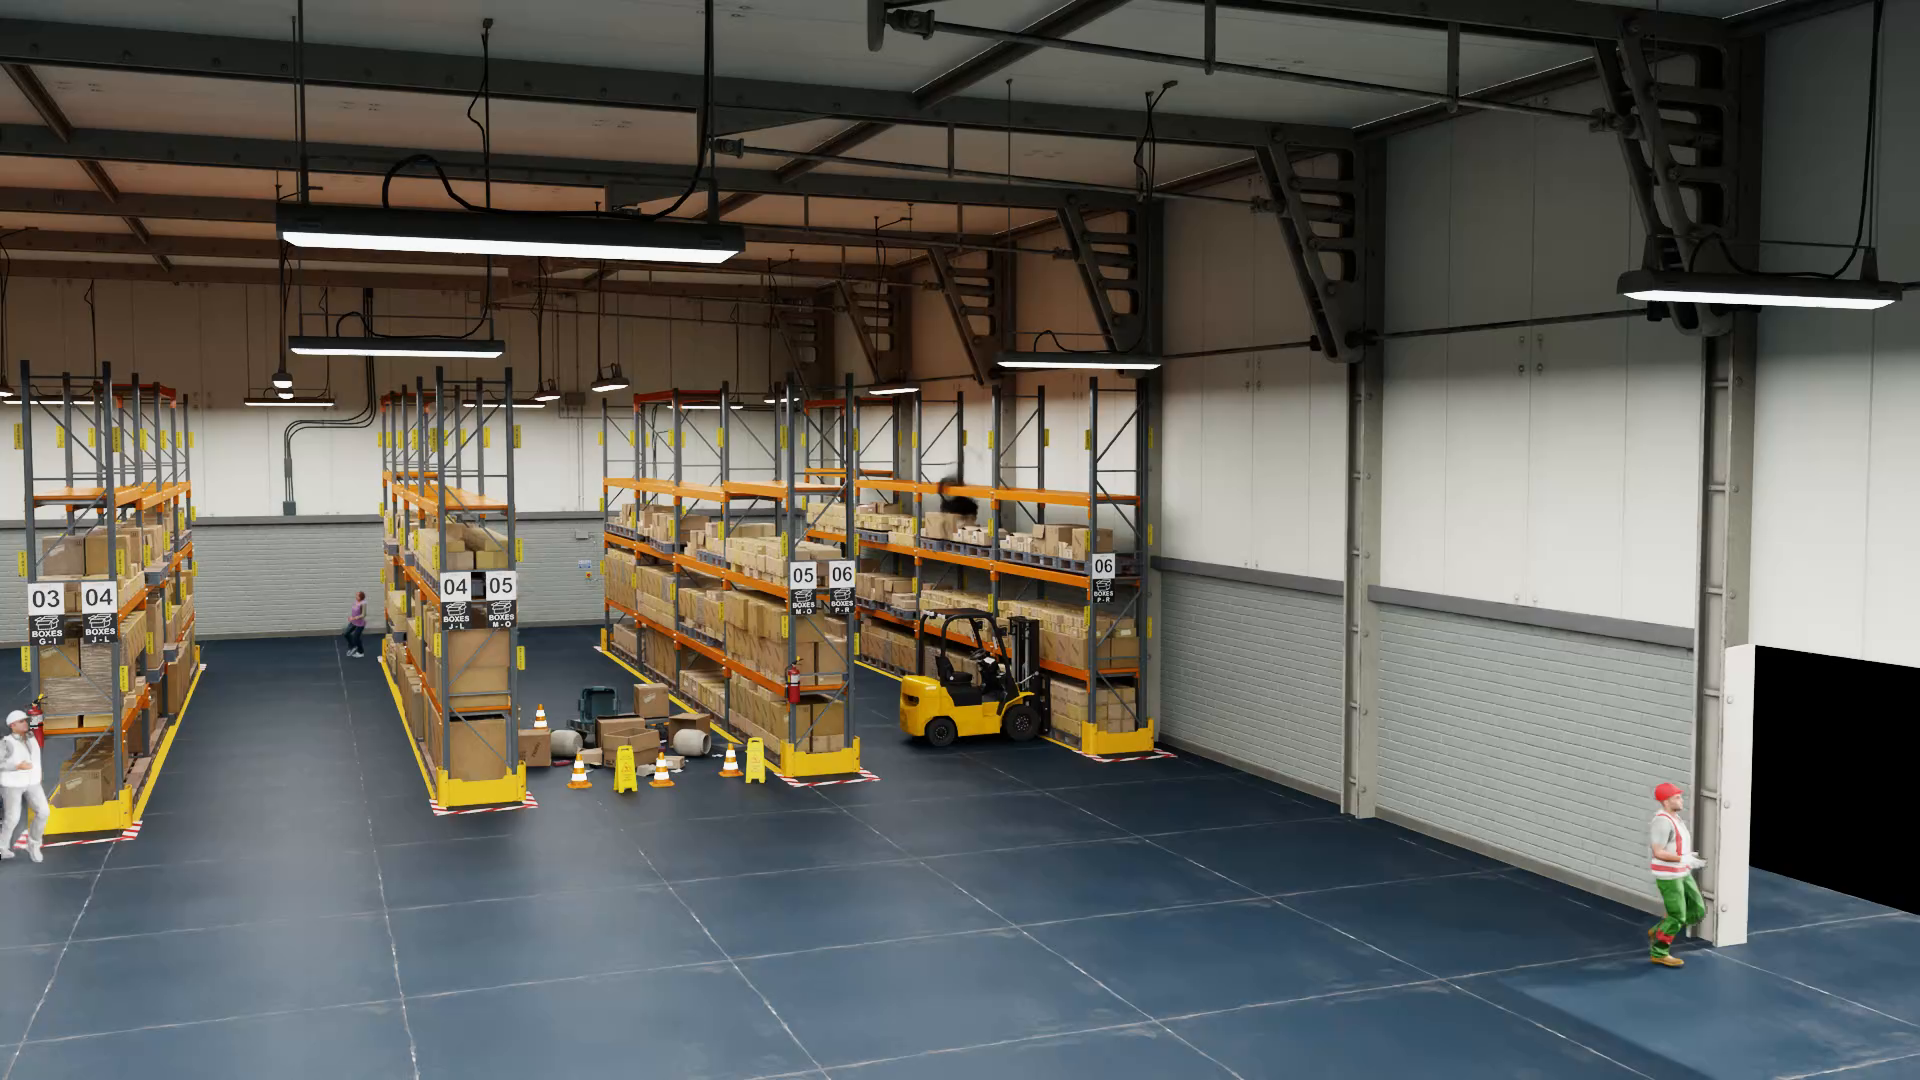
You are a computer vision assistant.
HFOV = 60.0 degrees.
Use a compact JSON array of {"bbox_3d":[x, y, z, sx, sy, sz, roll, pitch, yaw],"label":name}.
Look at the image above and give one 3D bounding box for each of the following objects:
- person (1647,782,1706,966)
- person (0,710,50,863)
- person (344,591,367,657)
[{"bbox_3d":[6.816,3.173,15.771,0.588,1.741,0.664,3,4,39],"label":"person"},{"bbox_3d":[-11.148,2.932,19.763,0.649,1.814,0.661,2,4,27],"label":"person"},{"bbox_3d":[-13.784,1.931,38.019,0.536,1.534,0.591,2,4,30],"label":"person"}]
